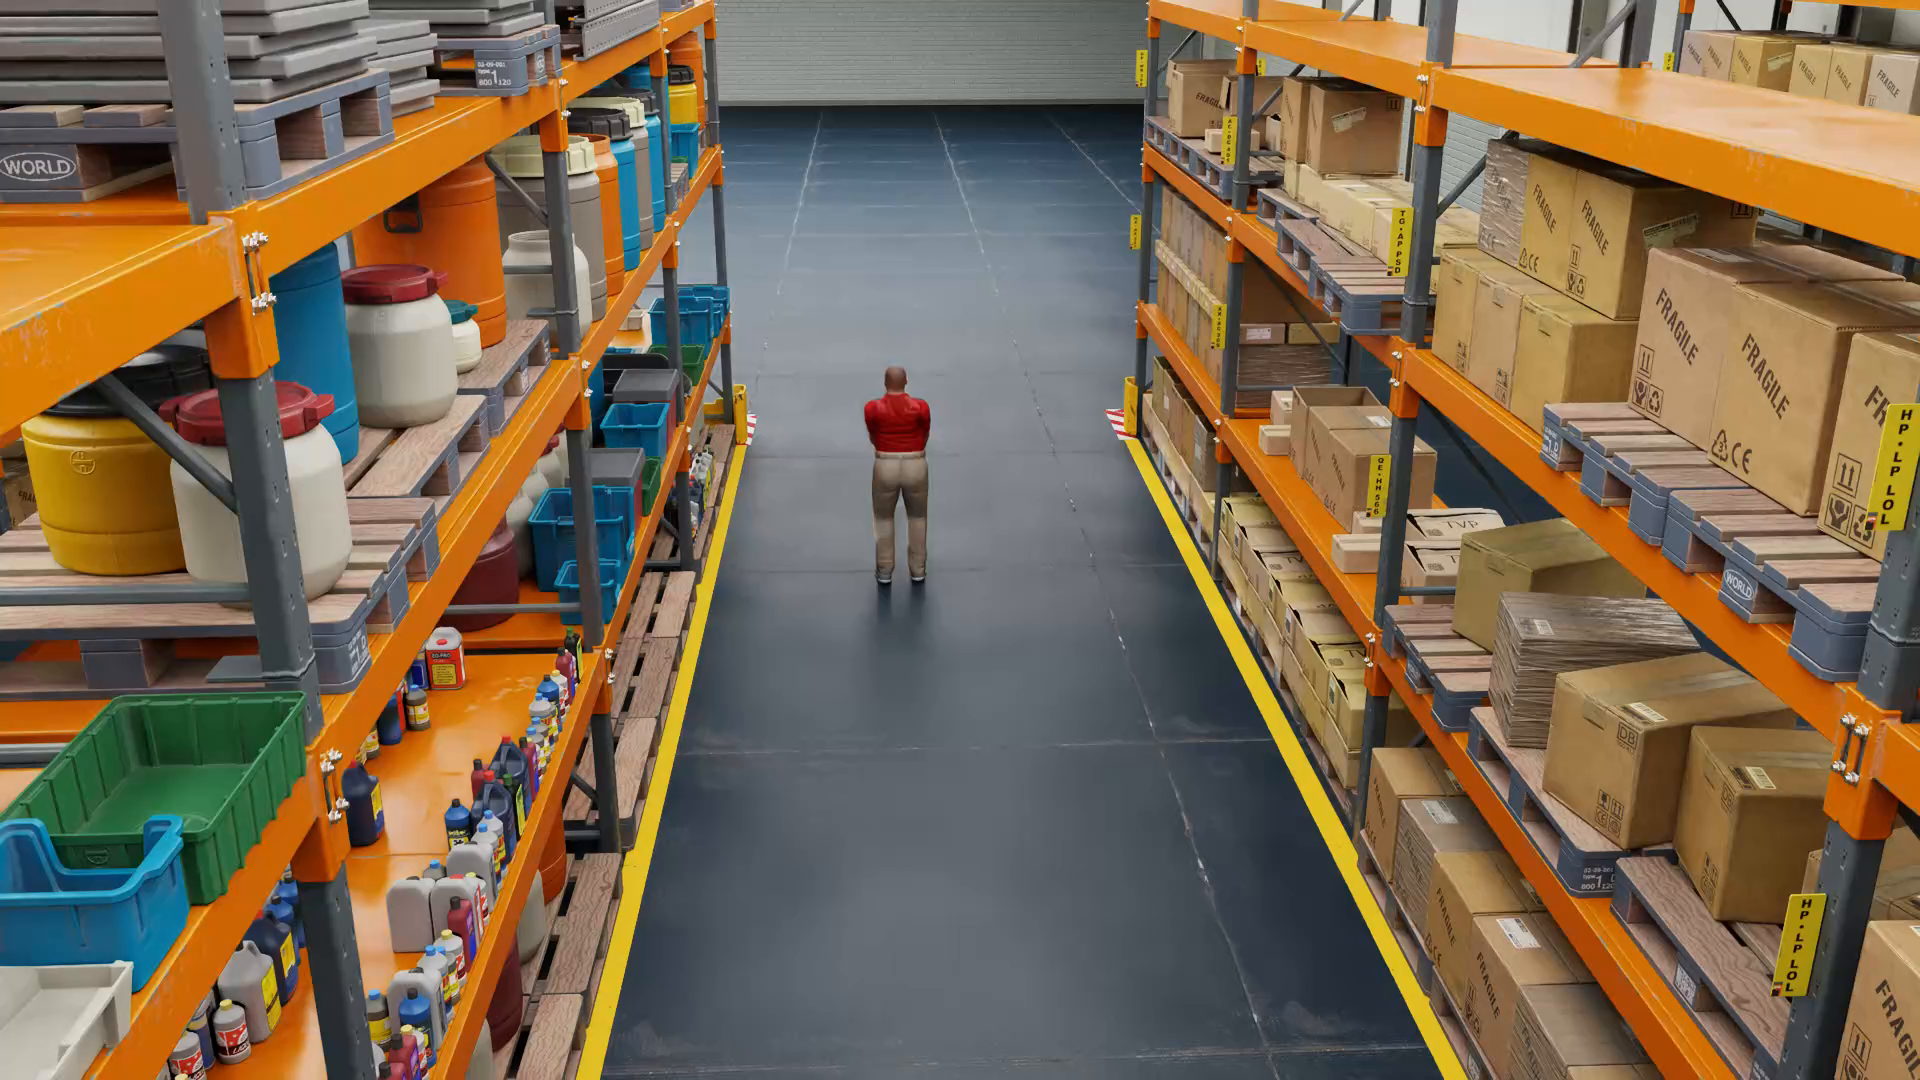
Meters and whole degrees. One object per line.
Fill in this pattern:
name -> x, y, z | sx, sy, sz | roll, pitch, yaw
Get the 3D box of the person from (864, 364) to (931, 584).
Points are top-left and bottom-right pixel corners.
person -> -0.468, -0.534, 12.565 | 0.494, 1.713, 0.538 | -1, 20, -2
